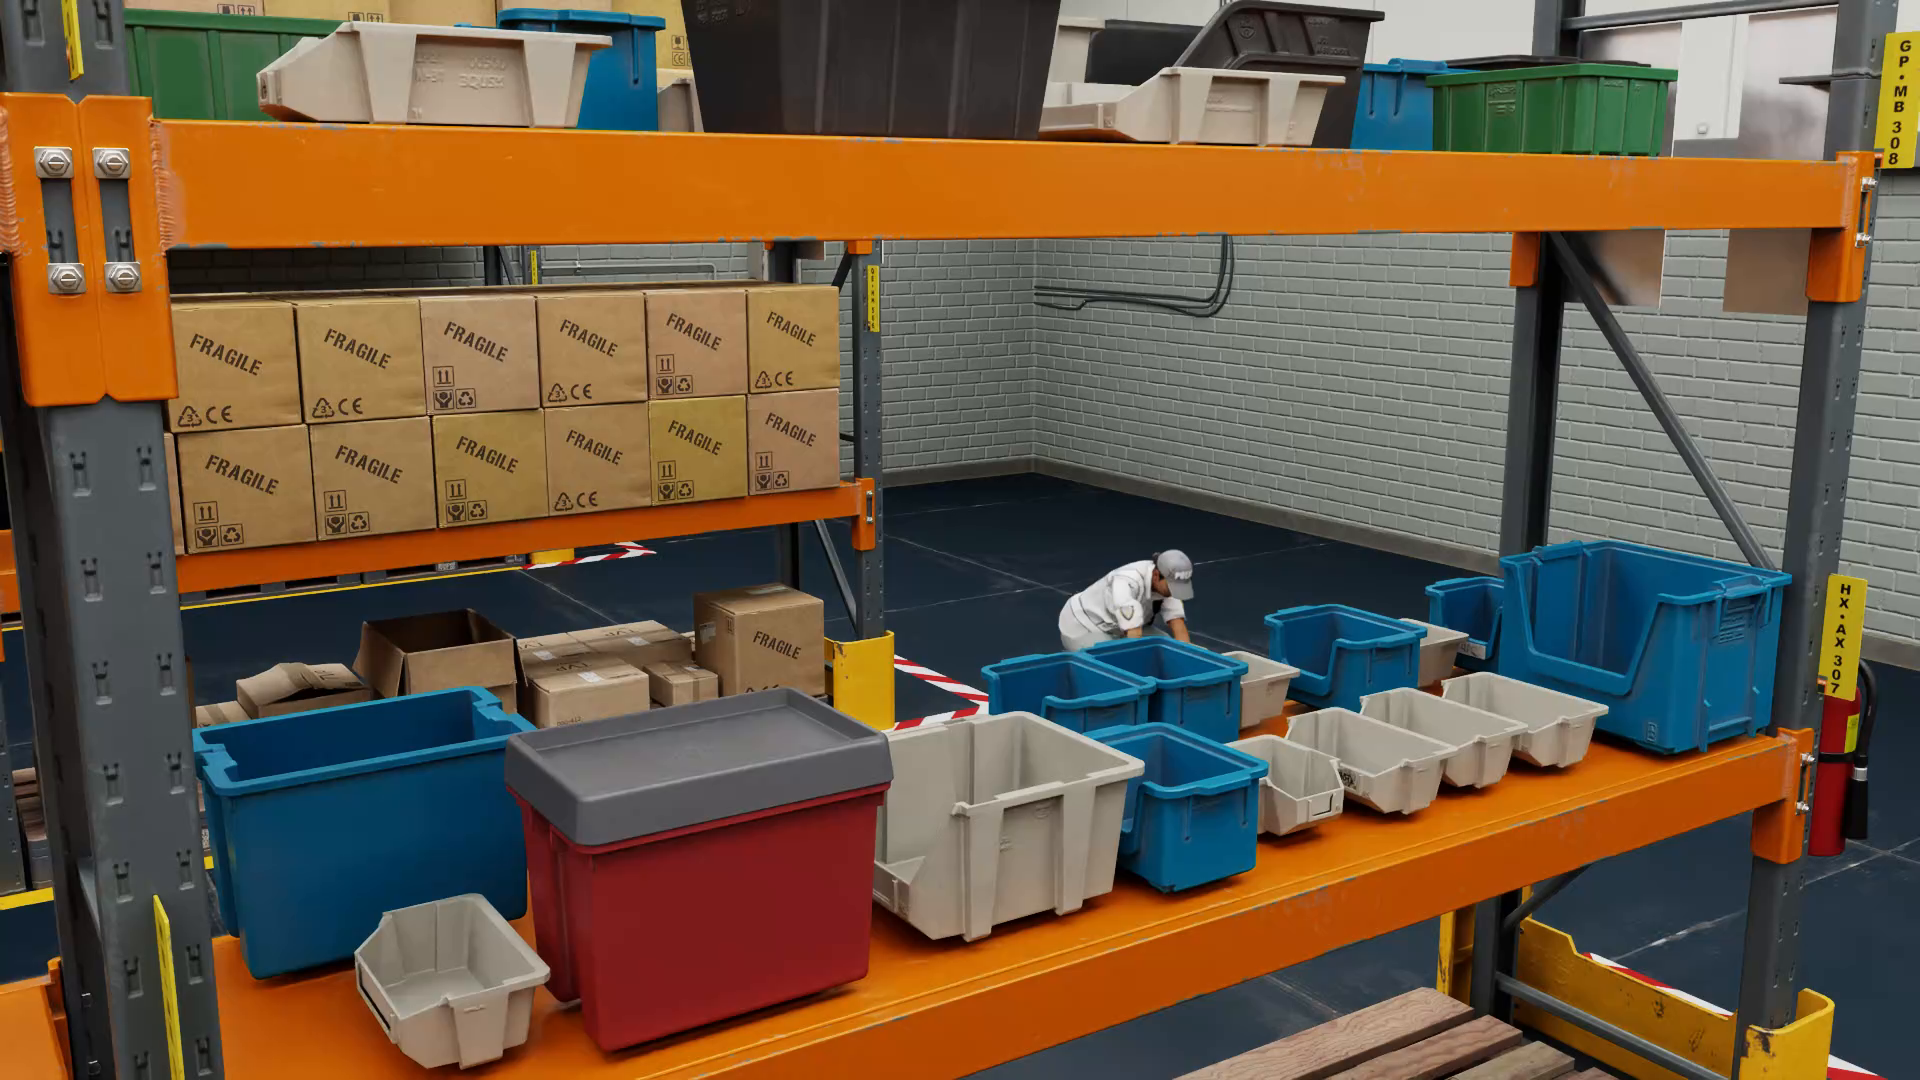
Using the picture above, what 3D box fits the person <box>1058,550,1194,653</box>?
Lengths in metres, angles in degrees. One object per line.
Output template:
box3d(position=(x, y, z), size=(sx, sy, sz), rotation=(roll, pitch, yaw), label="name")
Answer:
box3d(position=(0.919, 0.482, 8.893), size=(0.515, 0.953, 0.865), rotation=(-8, 14, -34), label="person")
